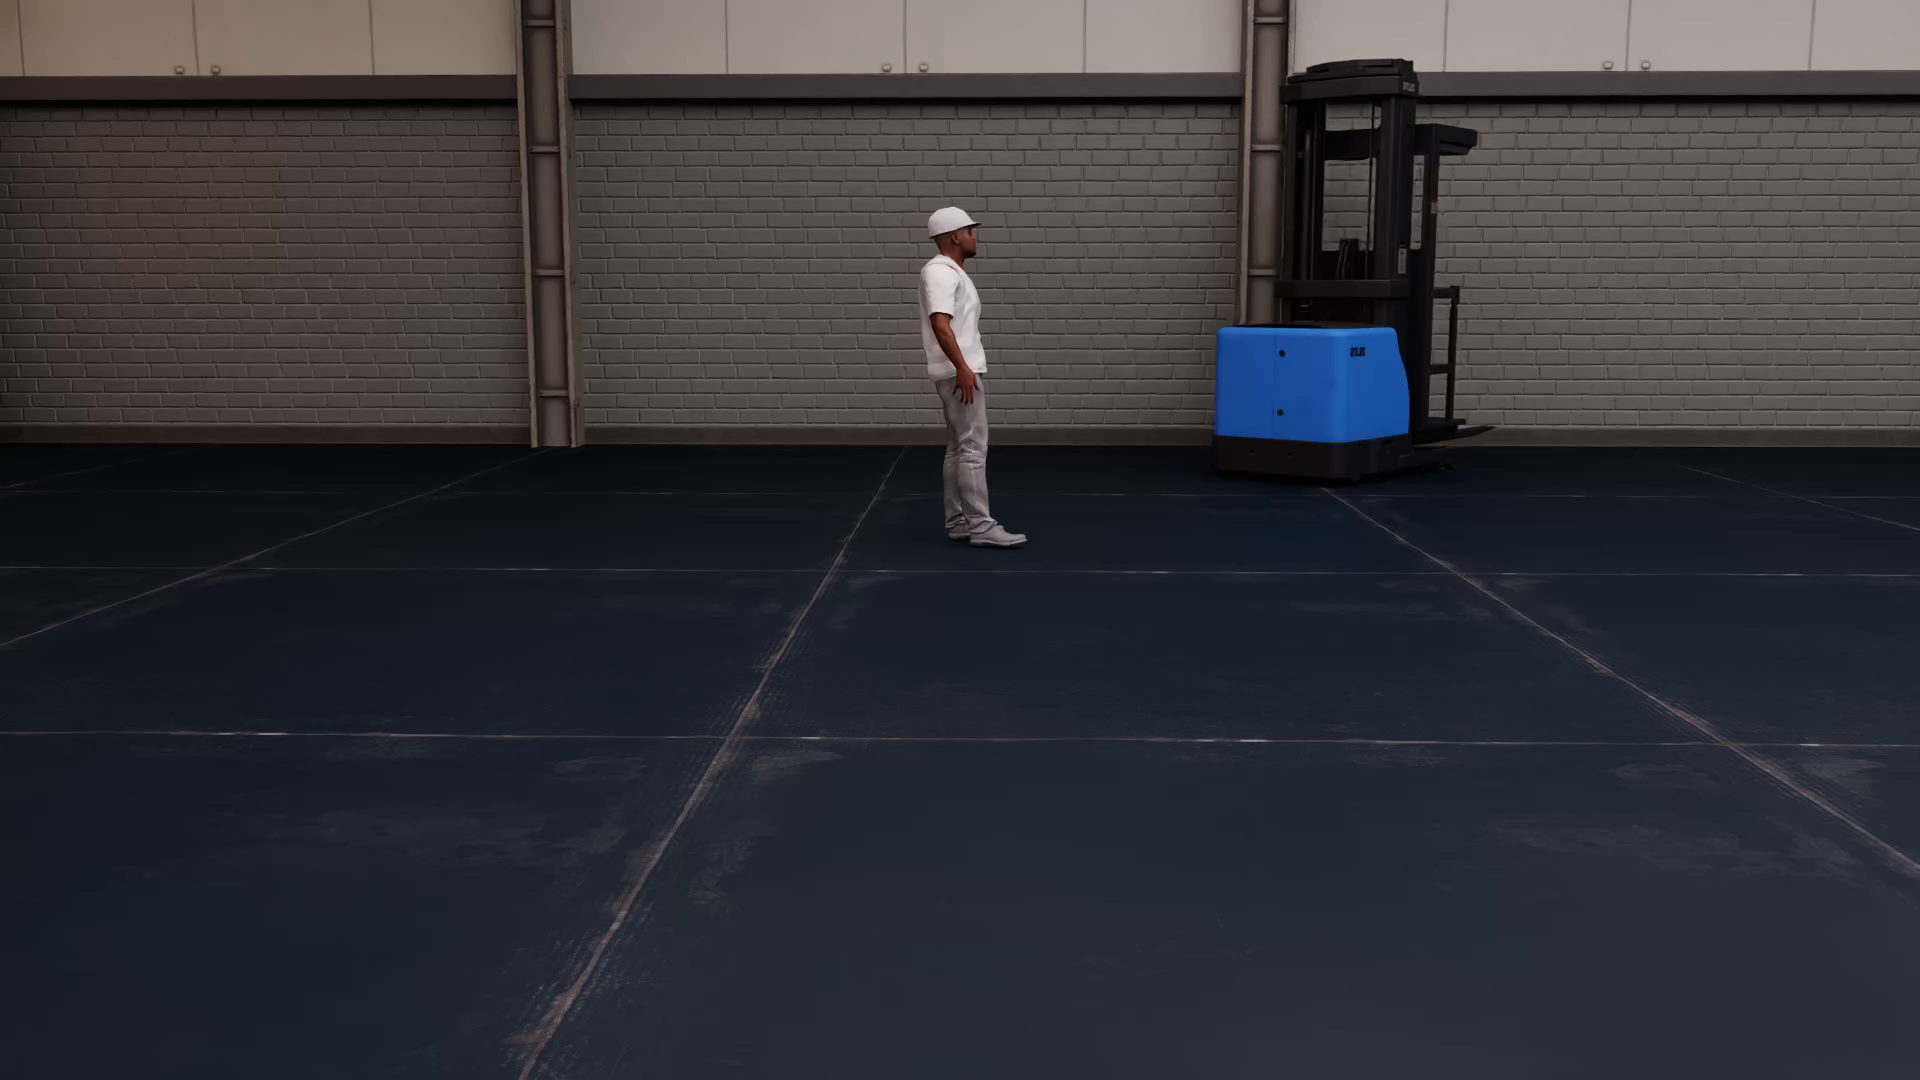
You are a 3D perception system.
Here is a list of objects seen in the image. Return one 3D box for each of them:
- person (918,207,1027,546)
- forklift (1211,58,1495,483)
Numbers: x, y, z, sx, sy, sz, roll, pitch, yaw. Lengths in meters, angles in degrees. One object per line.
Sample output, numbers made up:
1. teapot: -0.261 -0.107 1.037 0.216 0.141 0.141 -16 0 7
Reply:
1. person: 0.069 -0.879 8.860 0.577 1.765 0.665 0 9 1
2. forklift: 3.134 -2.011 12.465 1.130 2.935 3.031 7 11 40
